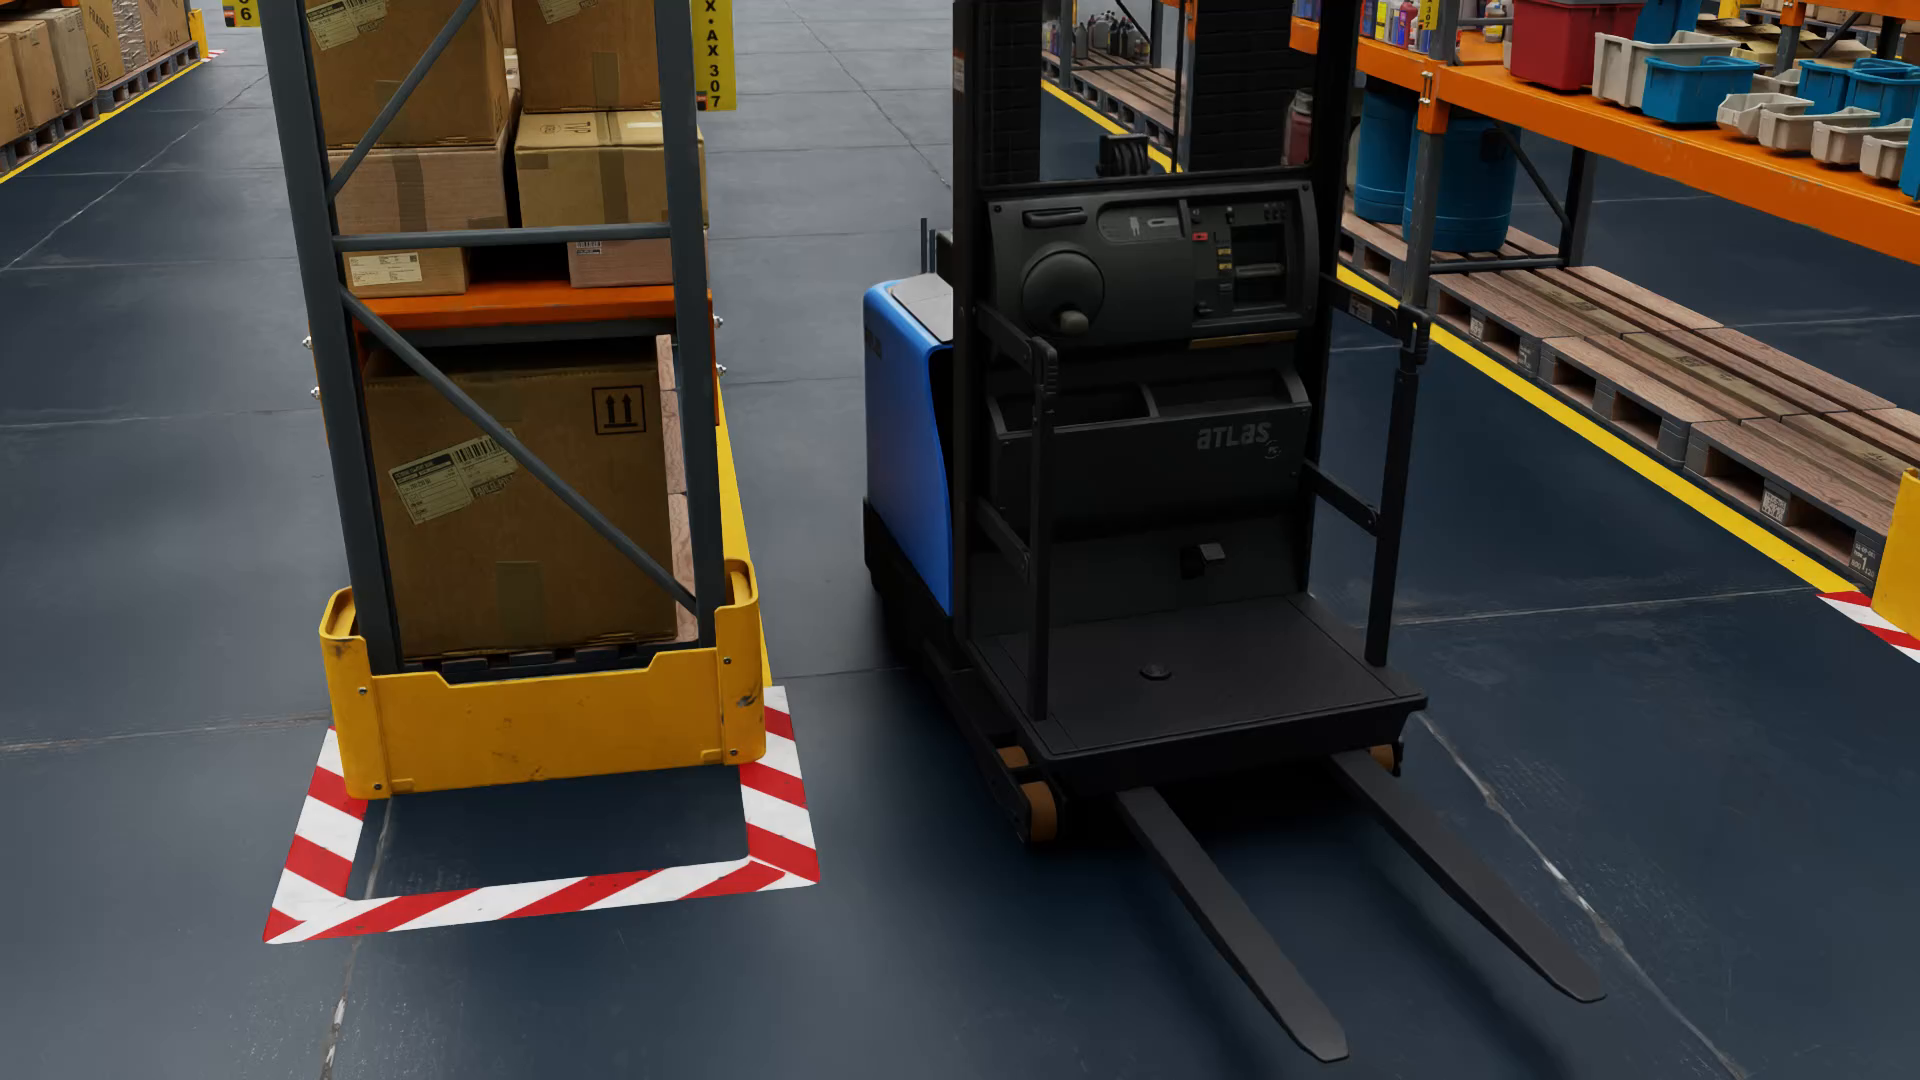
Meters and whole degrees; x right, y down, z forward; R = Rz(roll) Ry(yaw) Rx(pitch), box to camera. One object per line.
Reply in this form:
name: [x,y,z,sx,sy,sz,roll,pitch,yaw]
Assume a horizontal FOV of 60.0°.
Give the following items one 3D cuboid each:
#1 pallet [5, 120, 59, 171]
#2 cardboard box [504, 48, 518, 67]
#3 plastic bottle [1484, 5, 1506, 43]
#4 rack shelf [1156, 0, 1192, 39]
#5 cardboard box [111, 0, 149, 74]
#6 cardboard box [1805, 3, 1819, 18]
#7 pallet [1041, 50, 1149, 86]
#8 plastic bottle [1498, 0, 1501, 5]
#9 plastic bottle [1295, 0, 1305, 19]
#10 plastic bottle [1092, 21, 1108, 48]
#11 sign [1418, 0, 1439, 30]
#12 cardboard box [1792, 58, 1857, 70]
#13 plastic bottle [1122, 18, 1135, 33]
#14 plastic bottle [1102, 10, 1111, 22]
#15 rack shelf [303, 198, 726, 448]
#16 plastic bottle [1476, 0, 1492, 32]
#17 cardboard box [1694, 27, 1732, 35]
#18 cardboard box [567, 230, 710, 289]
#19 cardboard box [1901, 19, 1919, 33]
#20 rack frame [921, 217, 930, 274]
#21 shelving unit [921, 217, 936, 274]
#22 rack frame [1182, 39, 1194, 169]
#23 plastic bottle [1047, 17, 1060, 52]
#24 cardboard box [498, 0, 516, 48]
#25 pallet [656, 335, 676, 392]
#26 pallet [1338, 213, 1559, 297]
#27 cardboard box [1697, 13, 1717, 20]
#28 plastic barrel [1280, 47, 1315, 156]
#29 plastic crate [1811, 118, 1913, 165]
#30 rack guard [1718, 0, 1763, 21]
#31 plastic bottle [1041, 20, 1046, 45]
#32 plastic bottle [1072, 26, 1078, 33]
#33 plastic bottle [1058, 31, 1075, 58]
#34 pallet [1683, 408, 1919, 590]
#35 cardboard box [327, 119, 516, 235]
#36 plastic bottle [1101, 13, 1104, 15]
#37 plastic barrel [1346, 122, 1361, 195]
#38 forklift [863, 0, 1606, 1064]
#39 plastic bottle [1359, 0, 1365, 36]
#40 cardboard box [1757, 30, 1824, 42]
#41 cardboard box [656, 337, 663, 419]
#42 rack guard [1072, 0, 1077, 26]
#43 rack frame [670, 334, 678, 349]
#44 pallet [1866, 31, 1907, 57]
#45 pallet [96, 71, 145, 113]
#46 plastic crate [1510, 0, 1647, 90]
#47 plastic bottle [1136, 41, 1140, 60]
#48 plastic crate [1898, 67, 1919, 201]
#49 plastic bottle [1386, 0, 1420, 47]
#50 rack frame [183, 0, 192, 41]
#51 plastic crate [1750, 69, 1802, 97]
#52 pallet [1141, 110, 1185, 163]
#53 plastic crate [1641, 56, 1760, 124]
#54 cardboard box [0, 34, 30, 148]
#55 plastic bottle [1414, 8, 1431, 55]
pallet: [-7.830,-3.107,13.099,1.003,0.211,1.213,-4,24,-10]
cardboard box: [-1.802,-1.613,6.012,0.500,0.250,0.500,-4,24,-10]
plastic bottle: [3.066,-2.957,9.521,0.097,0.201,0.097,0,24,0]
rack shelf: [1.854,-4.741,14.256,1.077,0.370,4.000,-4,24,-10]
cardboard box: [-8.494,-4.989,16.055,0.875,0.875,0.875,-4,24,-9]
cardboard box: [10.626,-6.630,20.492,0.500,0.311,0.500,-2,24,-5]
pallet: [1.401,-4.846,17.083,1.003,0.211,1.213,-4,24,-10]
plastic bottle: [3.172,-3.059,9.756,0.097,0.201,0.097,0,24,0]
plastic bottle: [2.243,-3.487,10.642,0.152,0.276,0.135,-4,24,-10]
plastic bottle: [1.489,-5.379,17.672,0.152,0.276,0.135,-4,24,-10]
sign: [2.423,-2.797,8.561,0.100,0.325,0.005,-4,24,-10]
cardboard box: [6.896,-3.505,13.100,0.500,0.500,0.500,-3,24,-7]
plastic bottle: [1.743,-5.193,17.152,0.144,0.351,0.185,-4,24,-8]
plastic bottle: [1.595,-5.508,17.873,0.144,0.351,0.185,-3,24,-8]
rack shelf: [-1.534,-1.227,6.212,1.077,0.370,4.000,-4,24,-10]
plastic bottle: [3.151,-3.182,9.934,0.061,0.283,0.133,-4,24,-10]
cardboard box: [6.561,-4.429,14.853,0.500,0.311,0.500,-4,24,-10]
cardboard box: [-0.905,-0.819,4.692,0.380,0.149,0.250,-4,24,-9]
cardboard box: [10.989,-6.052,18.932,0.500,0.500,0.500,-6,24,-14]
rack frame: [-0.020,-0.592,6.105,0.240,1.200,0.006,-4,24,-10]
shelving unit: [-0.003,-0.556,6.023,0.258,1.200,0.189,-4,24,-10]
rack frame: [2.224,-4.284,12.311,1.000,3.000,0.127,-4,24,-10]
plastic bottle: [0.987,-5.279,17.350,0.144,0.351,0.185,-4,24,-10]
cardboard box: [-1.882,-2.149,6.302,0.500,0.500,0.500,-5,24,-11]
pallet: [-1.840,-0.761,7.729,1.003,0.211,1.213,-4,24,-10]
pallet: [2.862,-1.739,9.968,1.003,0.211,1.213,-4,24,-10]
cardboard box: [6.902,-4.873,15.869,0.500,0.311,0.500,-4,24,-10]
plastic barrel: [2.331,-3.290,12.223,0.600,0.830,0.708,-4,24,-10]
plastic crate: [3.335,-1.466,6.114,0.396,0.136,0.243,-4,24,-10]
rack guard: [10.495,-6.988,21.626,1.175,0.500,0.348,-4,24,-10]
plastic bottle: [0.893,-5.392,17.706,0.097,0.271,0.097,0,24,0]
plastic bottle: [1.188,-5.139,17.122,0.152,0.276,0.135,-4,24,-10]
plastic bottle: [1.082,-5.077,16.886,0.144,0.351,0.185,-5,24,-11]
pallet: [3.589,-0.186,6.413,1.003,0.211,1.213,-4,24,-10]
cardboard box: [-1.515,-1.009,4.628,0.500,0.250,0.500,-5,24,-11]
plastic bottle: [1.555,-5.653,18.289,0.061,0.283,0.133,-4,24,-8]
plastic barrel: [2.732,-2.485,10.776,0.421,0.512,0.421,0,24,0]
forklift: [0.590,-0.717,4.229,1.130,2.935,3.031,-7,25,-16]
plastic bottle: [2.412,-3.127,9.816,0.152,0.276,0.135,-4,24,-10]
cardboard box: [7.179,-4.272,14.494,0.500,0.311,0.500,-5,24,-11]
cardboard box: [-1.694,-0.943,6.791,0.875,0.875,0.875,-4,24,-10]
rack guard: [0.805,-6.259,19.955,1.175,0.500,0.348,-4,24,-10]
rack frame: [-1.904,-2.344,7.869,1.000,3.000,0.127,-4,24,-10]
pallet: [11.062,-5.574,18.749,1.003,0.211,1.213,-4,24,-10]
pallet: [-8.340,-4.190,15.580,1.003,0.211,1.213,-4,24,-10]
plastic crate: [2.882,-2.397,7.837,0.402,0.464,0.583,-4,24,-10]
plastic bottle: [1.838,-4.974,16.838,0.097,0.201,0.097,0,24,0]
plastic crate: [3.458,-1.299,5.356,0.616,0.435,0.499,-4,24,-10]
plastic bottle: [2.506,-2.928,9.362,0.152,0.276,0.135,-4,24,-10]
rack frame: [-9.016,-6.737,17.927,1.000,3.000,0.127,-4,24,-10]
plastic crate: [3.581,-1.954,7.232,0.293,0.136,0.466,-4,24,-10]
pallet: [2.119,-3.313,13.573,1.003,0.211,1.213,-4,24,-10]
plastic crate: [3.072,-1.877,6.933,0.416,0.233,0.300,-4,24,-10]
cardboard box: [-7.726,-3.341,12.438,1.050,0.750,0.750,-4,24,-9]
plastic bottle: [2.573,-2.785,9.033,0.152,0.276,0.135,-4,24,-10]
